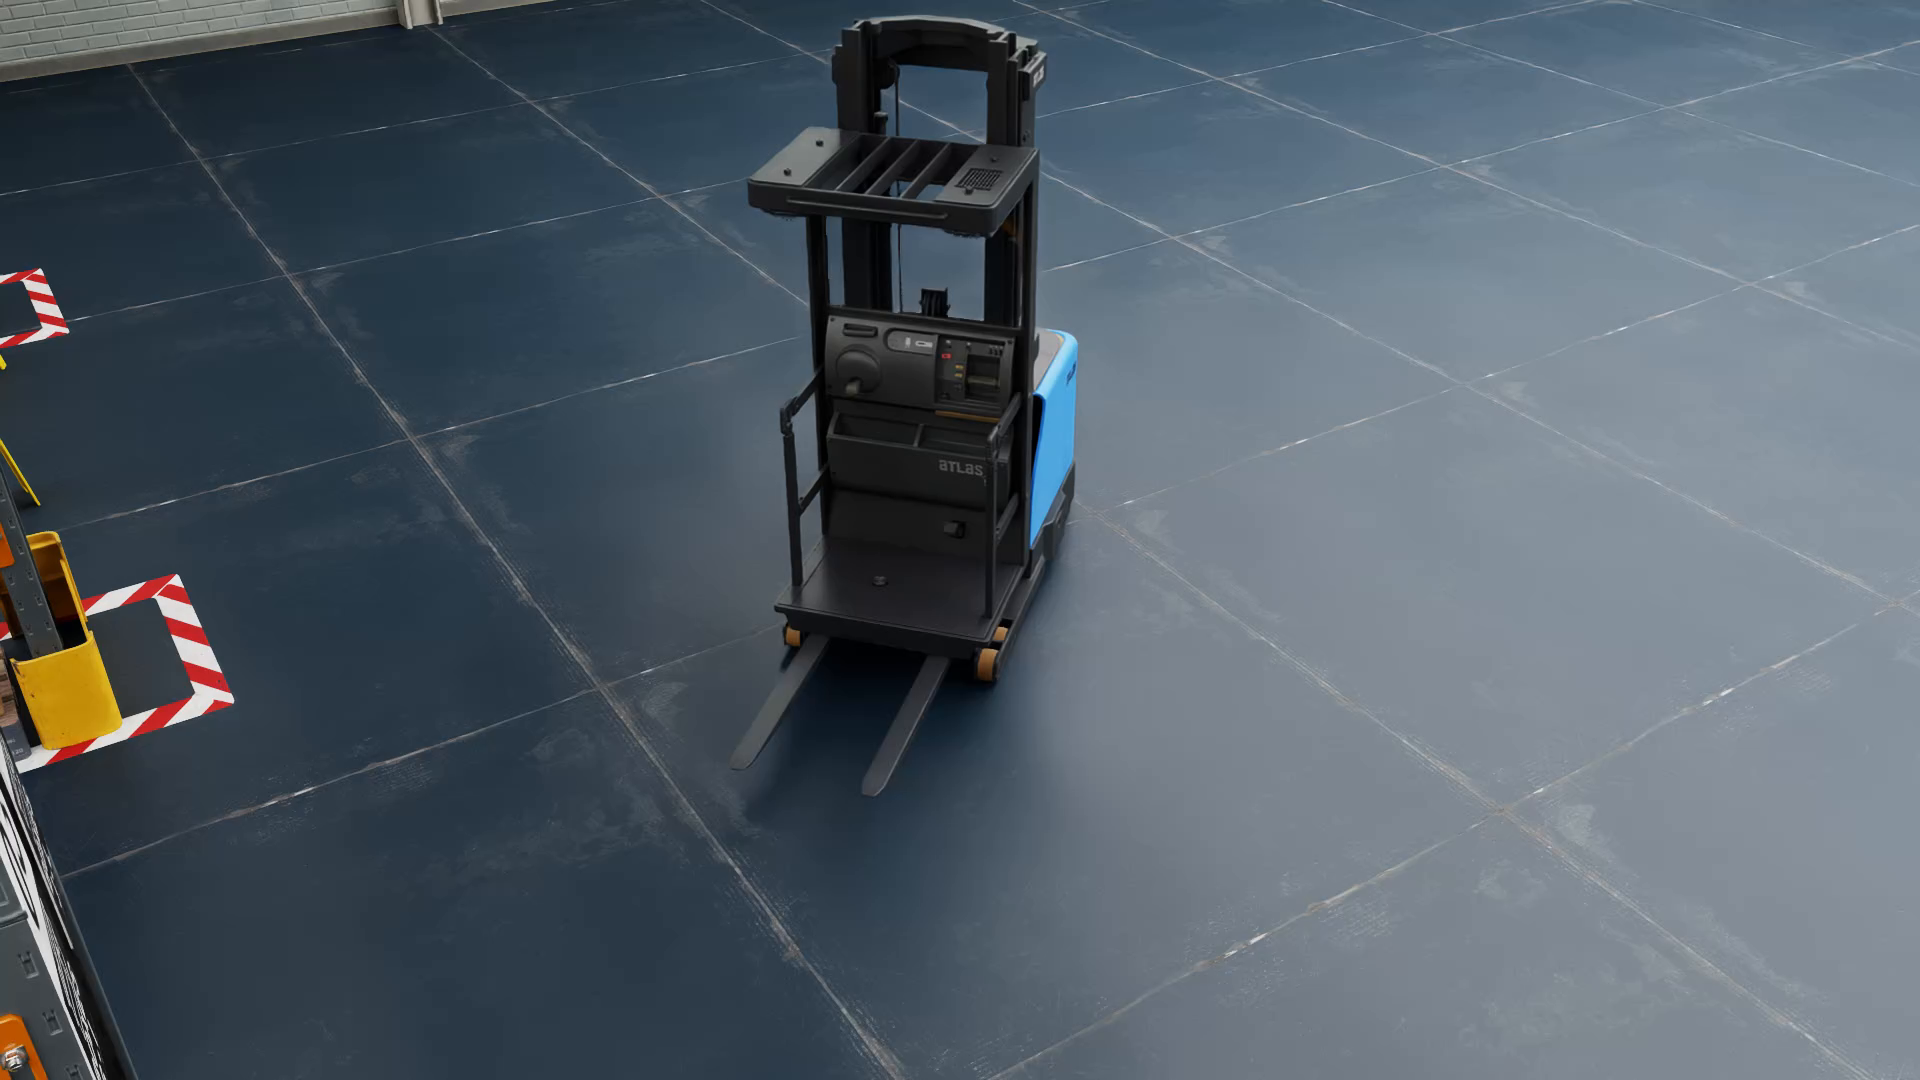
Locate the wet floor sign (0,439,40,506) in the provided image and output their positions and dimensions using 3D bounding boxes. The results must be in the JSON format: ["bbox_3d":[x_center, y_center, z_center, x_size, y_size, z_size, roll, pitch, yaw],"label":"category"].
[{"bbox_3d":[-5.468,-0.485,9.414,0.232,0.644,0.267,-26,41,-35],"label":"wet floor sign"}]

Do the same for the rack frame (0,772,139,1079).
[{"bbox_3d":[-1.817,1.669,3.793,0.127,3.000,1.000,-19,37,-27],"label":"rack frame"}]

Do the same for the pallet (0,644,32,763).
[{"bbox_3d":[-5.049,0.861,7.687,1.213,0.211,1.003,-19,37,-27],"label":"pallet"}]

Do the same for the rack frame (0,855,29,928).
[{"bbox_3d":[-1.817,-0.868,2.192,0.127,3.000,1.000,-19,37,-27],"label":"rack frame"}]

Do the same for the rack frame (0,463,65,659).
[{"bbox_3d":[-4.419,-0.584,7.365,0.127,3.000,1.000,-19,37,-27],"label":"rack frame"}]

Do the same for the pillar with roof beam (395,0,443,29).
[{"bbox_3d":[-3.577,-7.544,12.775,0.400,9.000,9.100,-19,37,-27],"label":"pillar with roof beam"}]

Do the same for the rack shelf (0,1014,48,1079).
[{"bbox_3d":[-3.498,1.283,2.268,4.000,0.370,1.077,-19,37,-27],"label":"rack shelf"}]

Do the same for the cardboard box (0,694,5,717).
[{"bbox_3d":[-4.954,0.362,7.462,0.875,0.875,0.875,-19,37,-27],"label":"cardboard box"}]

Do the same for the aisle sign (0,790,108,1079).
[{"bbox_3d":[-1.602,0.686,2.914,0.004,0.787,0.394,-19,37,-27],"label":"aisle sign"}]

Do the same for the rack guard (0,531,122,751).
[{"bbox_3d":[-4.399,0.466,8.043,0.348,0.500,1.175,-19,37,-27],"label":"rack guard"}]

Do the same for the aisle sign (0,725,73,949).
[{"bbox_3d":[-1.927,0.417,3.341,0.004,0.787,0.394,-19,37,-27],"label":"aisle sign"}]

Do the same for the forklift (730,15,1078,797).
[{"bbox_3d":[-0.255,-0.781,7.740,1.130,2.935,3.031,9,33,14],"label":"forklift"}]

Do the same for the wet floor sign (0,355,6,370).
[{"bbox_3d":[-6.447,-1.354,10.792,0.232,0.644,0.267,-7,33,-11],"label":"wet floor sign"}]

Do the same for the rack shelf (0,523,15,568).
[{"bbox_3d":[-6.100,0.298,6.640,4.000,0.370,1.077,-19,37,-27],"label":"rack shelf"}]
